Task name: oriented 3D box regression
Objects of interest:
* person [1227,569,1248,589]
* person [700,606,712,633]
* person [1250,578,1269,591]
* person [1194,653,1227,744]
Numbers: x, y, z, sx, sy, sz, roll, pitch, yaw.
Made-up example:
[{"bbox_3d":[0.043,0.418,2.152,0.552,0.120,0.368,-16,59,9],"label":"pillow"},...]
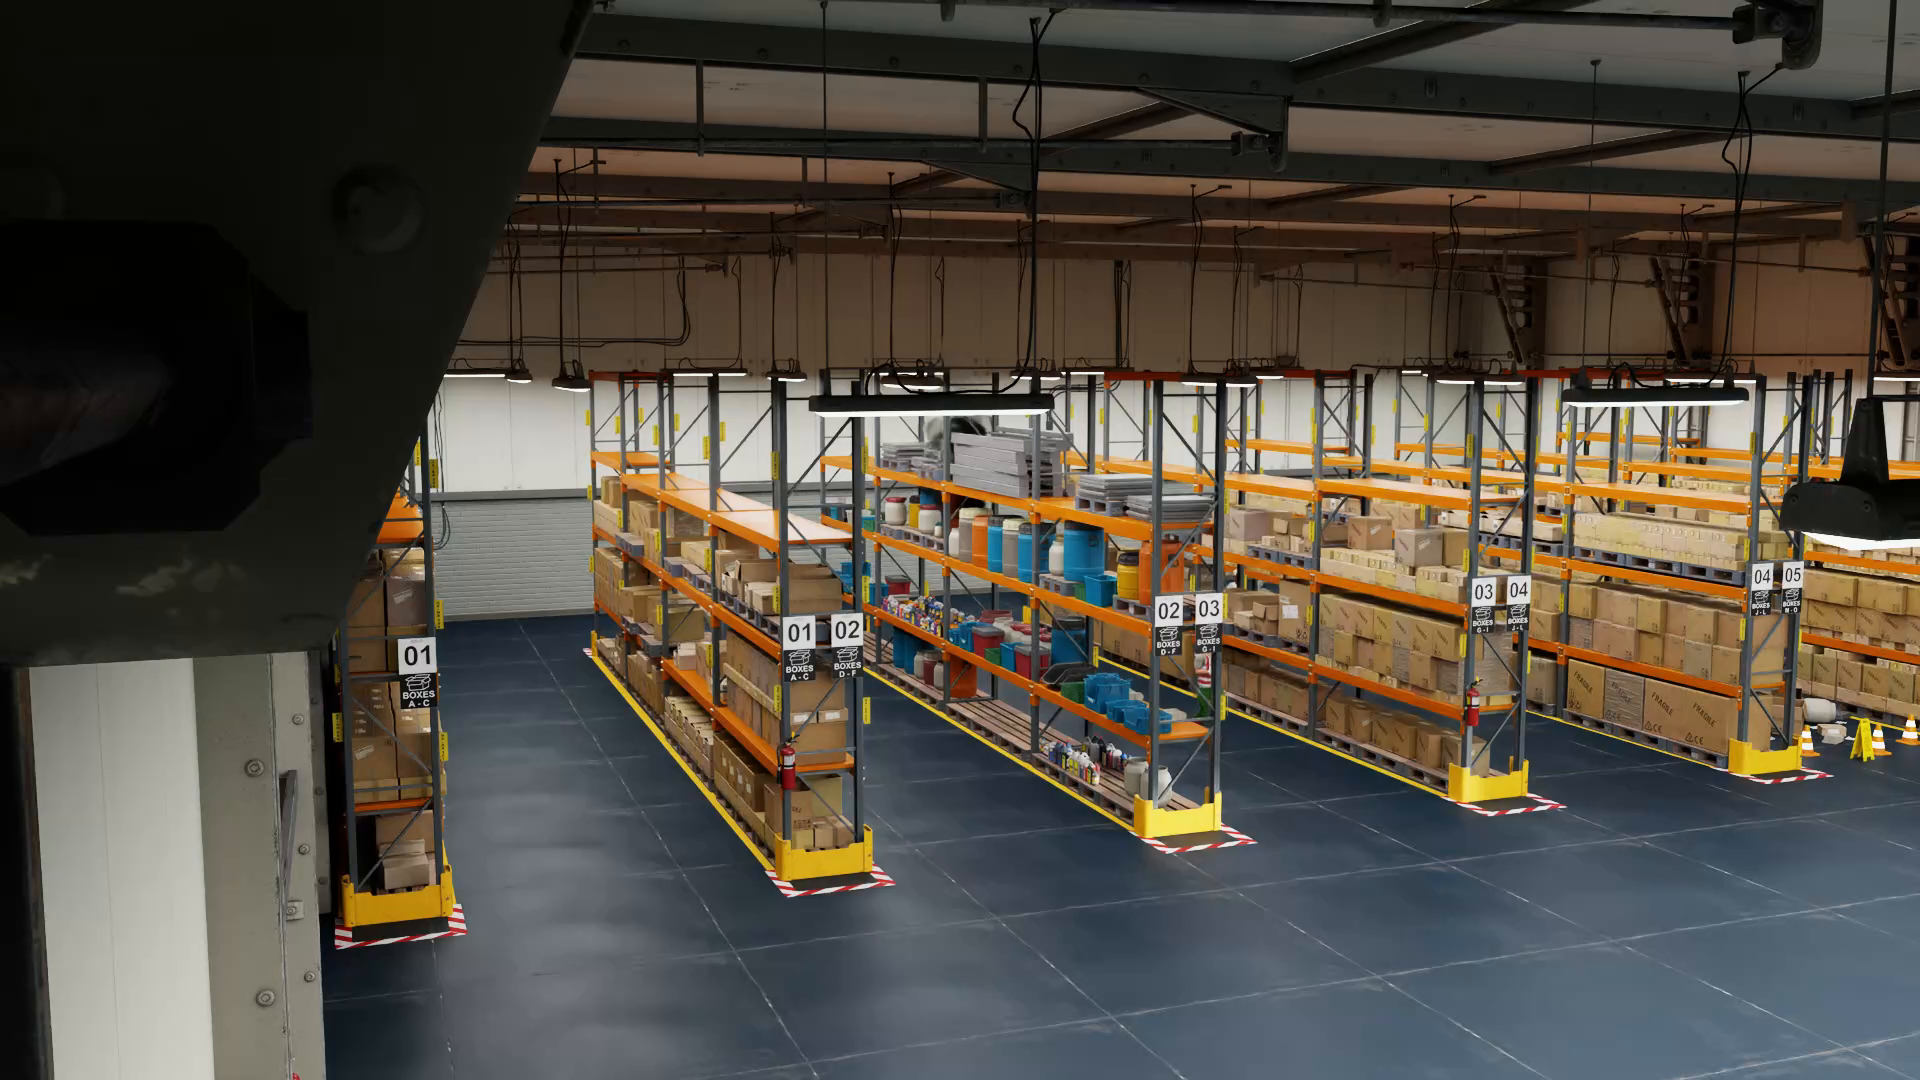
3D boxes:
[{"bbox_3d":[5.905,1.520,35.165,0.654,1.835,0.735,-4,7,-29],"label":"person"},{"bbox_3d":[-5.294,1.583,35.350,0.643,1.627,0.601,-6,9,-42],"label":"person"},{"bbox_3d":[7.553,0.833,41.610,0.644,1.745,0.665,-4,7,-29],"label":"person"},{"bbox_3d":[4.091,2.418,27.135,0.632,1.823,0.705,-4,7,-31],"label":"person"}]
